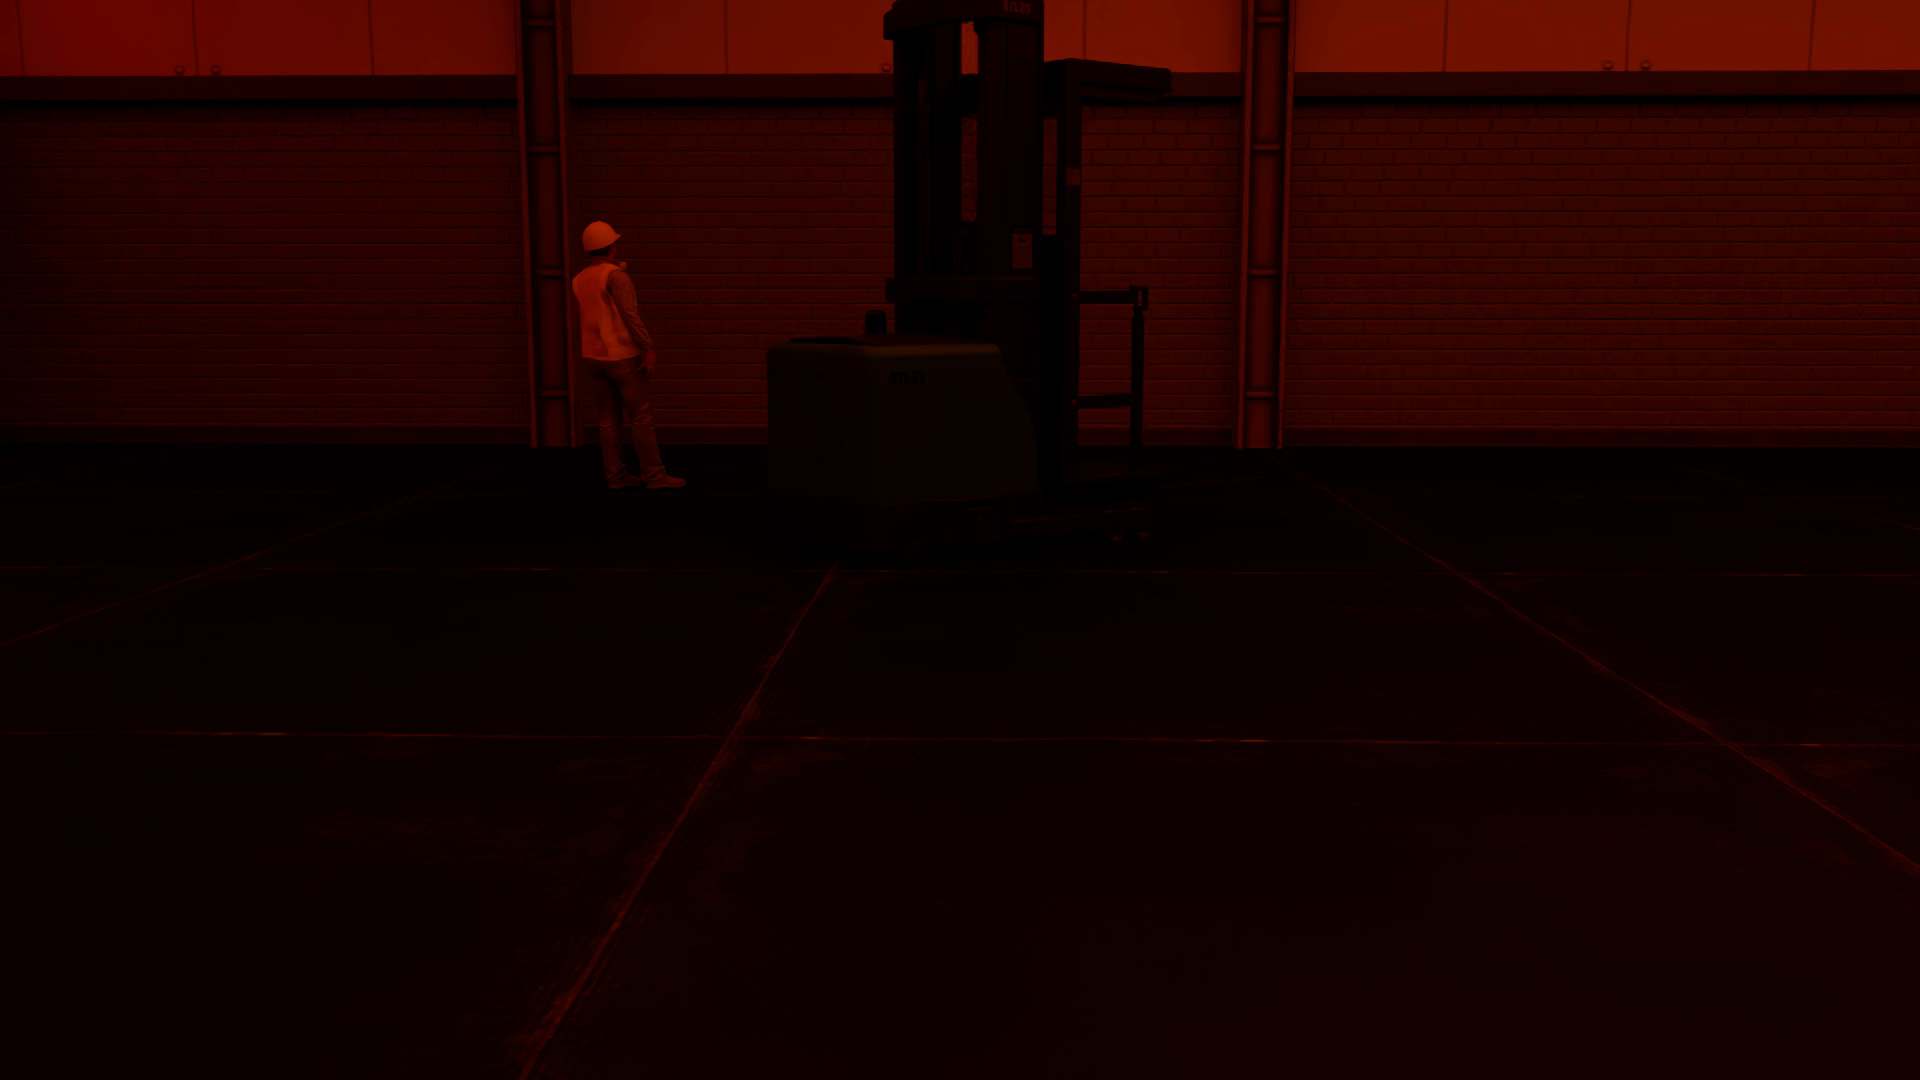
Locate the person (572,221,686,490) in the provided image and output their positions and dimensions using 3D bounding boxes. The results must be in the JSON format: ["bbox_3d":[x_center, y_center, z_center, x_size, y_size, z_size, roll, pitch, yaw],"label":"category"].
[{"bbox_3d":[-2.253,-1.228,11.117,0.630,1.773,0.570,6,11,34],"label":"person"}]

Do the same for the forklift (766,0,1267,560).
[{"bbox_3d":[0.448,-1.504,9.145,3.031,2.935,1.130,-7,11,-37],"label":"forklift"}]
